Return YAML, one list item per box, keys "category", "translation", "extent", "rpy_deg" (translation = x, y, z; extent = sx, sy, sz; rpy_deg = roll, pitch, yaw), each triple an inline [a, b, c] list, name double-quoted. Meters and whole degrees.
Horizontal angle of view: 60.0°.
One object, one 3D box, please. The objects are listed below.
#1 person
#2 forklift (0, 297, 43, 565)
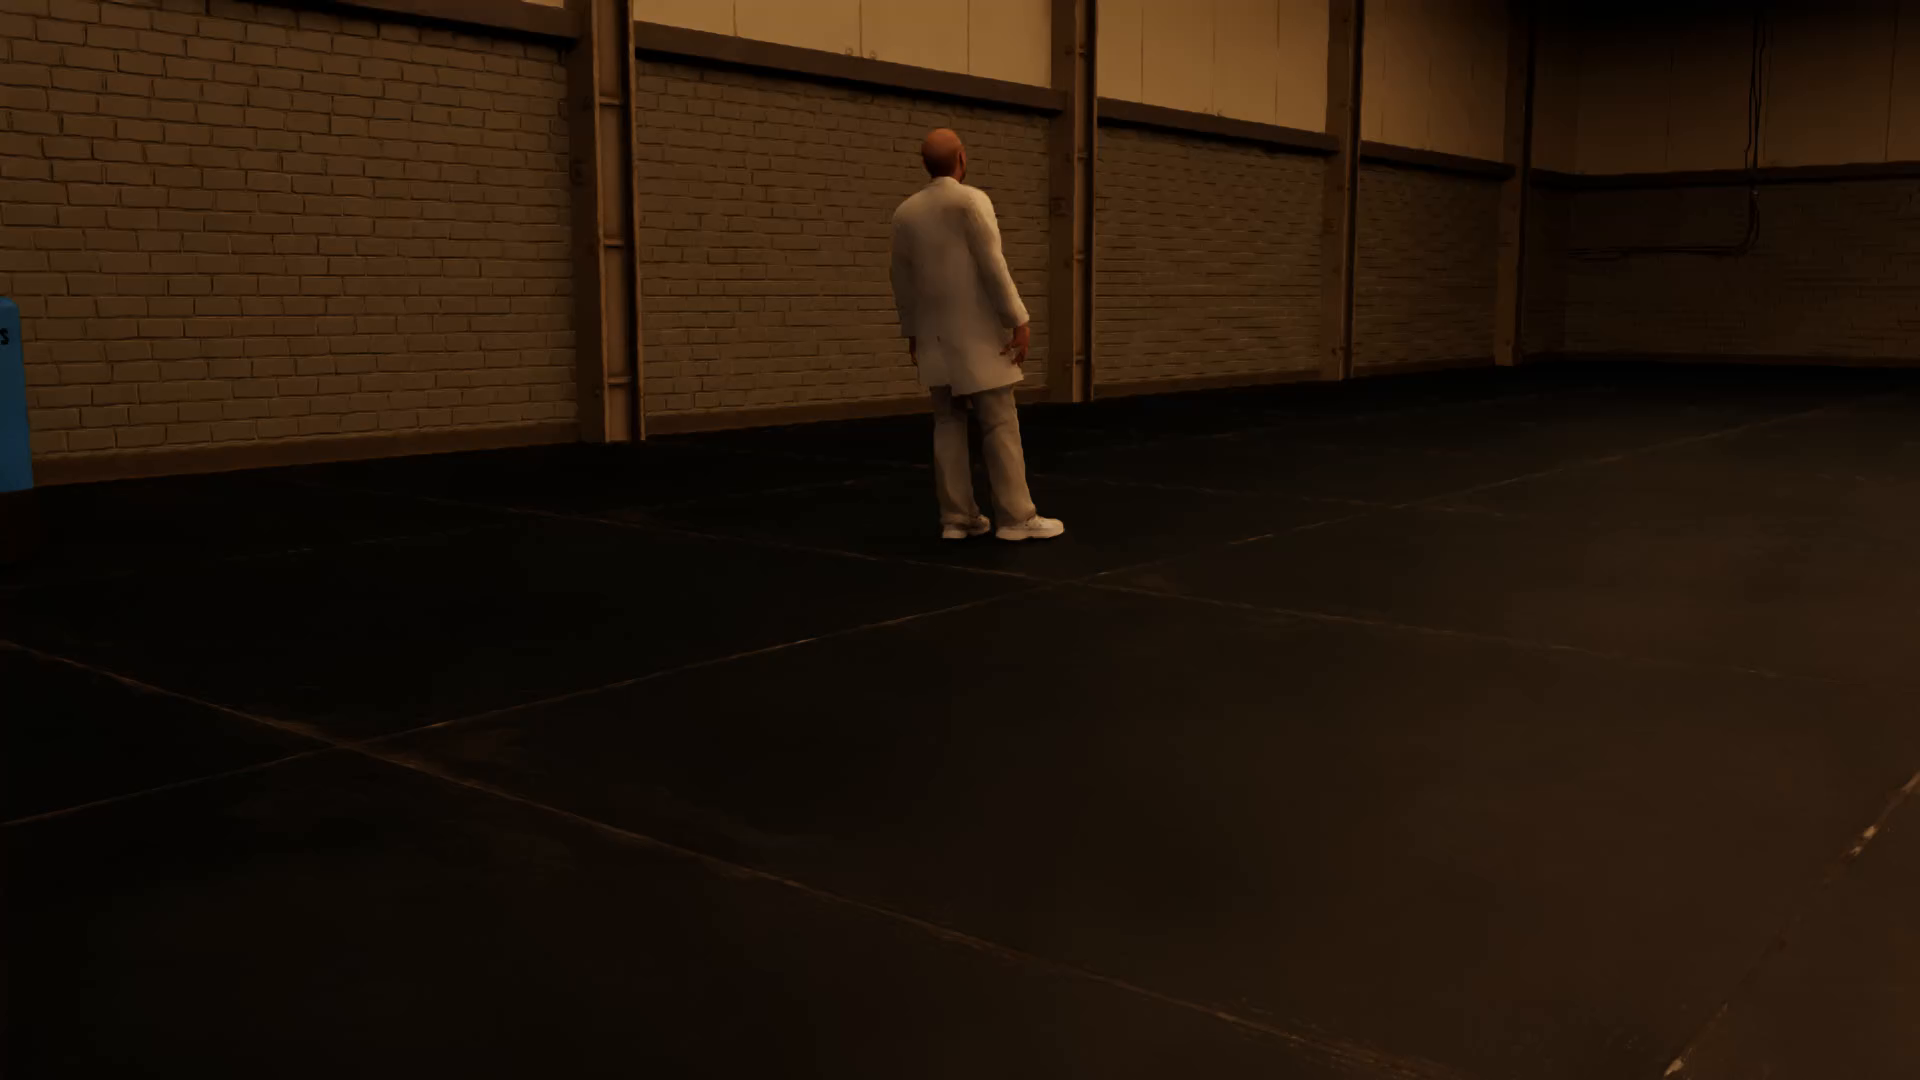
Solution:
- category: "person"
  translation: [0.061, -0.897, 7.342]
  extent: [0.694, 1.776, 0.579]
  rpy_deg: [7, 11, 38]
- category: "forklift"
  translation: [-4.660, -1.173, 5.300]
  extent: [1.130, 2.935, 3.031]
  rpy_deg: [3, 9, 19]
